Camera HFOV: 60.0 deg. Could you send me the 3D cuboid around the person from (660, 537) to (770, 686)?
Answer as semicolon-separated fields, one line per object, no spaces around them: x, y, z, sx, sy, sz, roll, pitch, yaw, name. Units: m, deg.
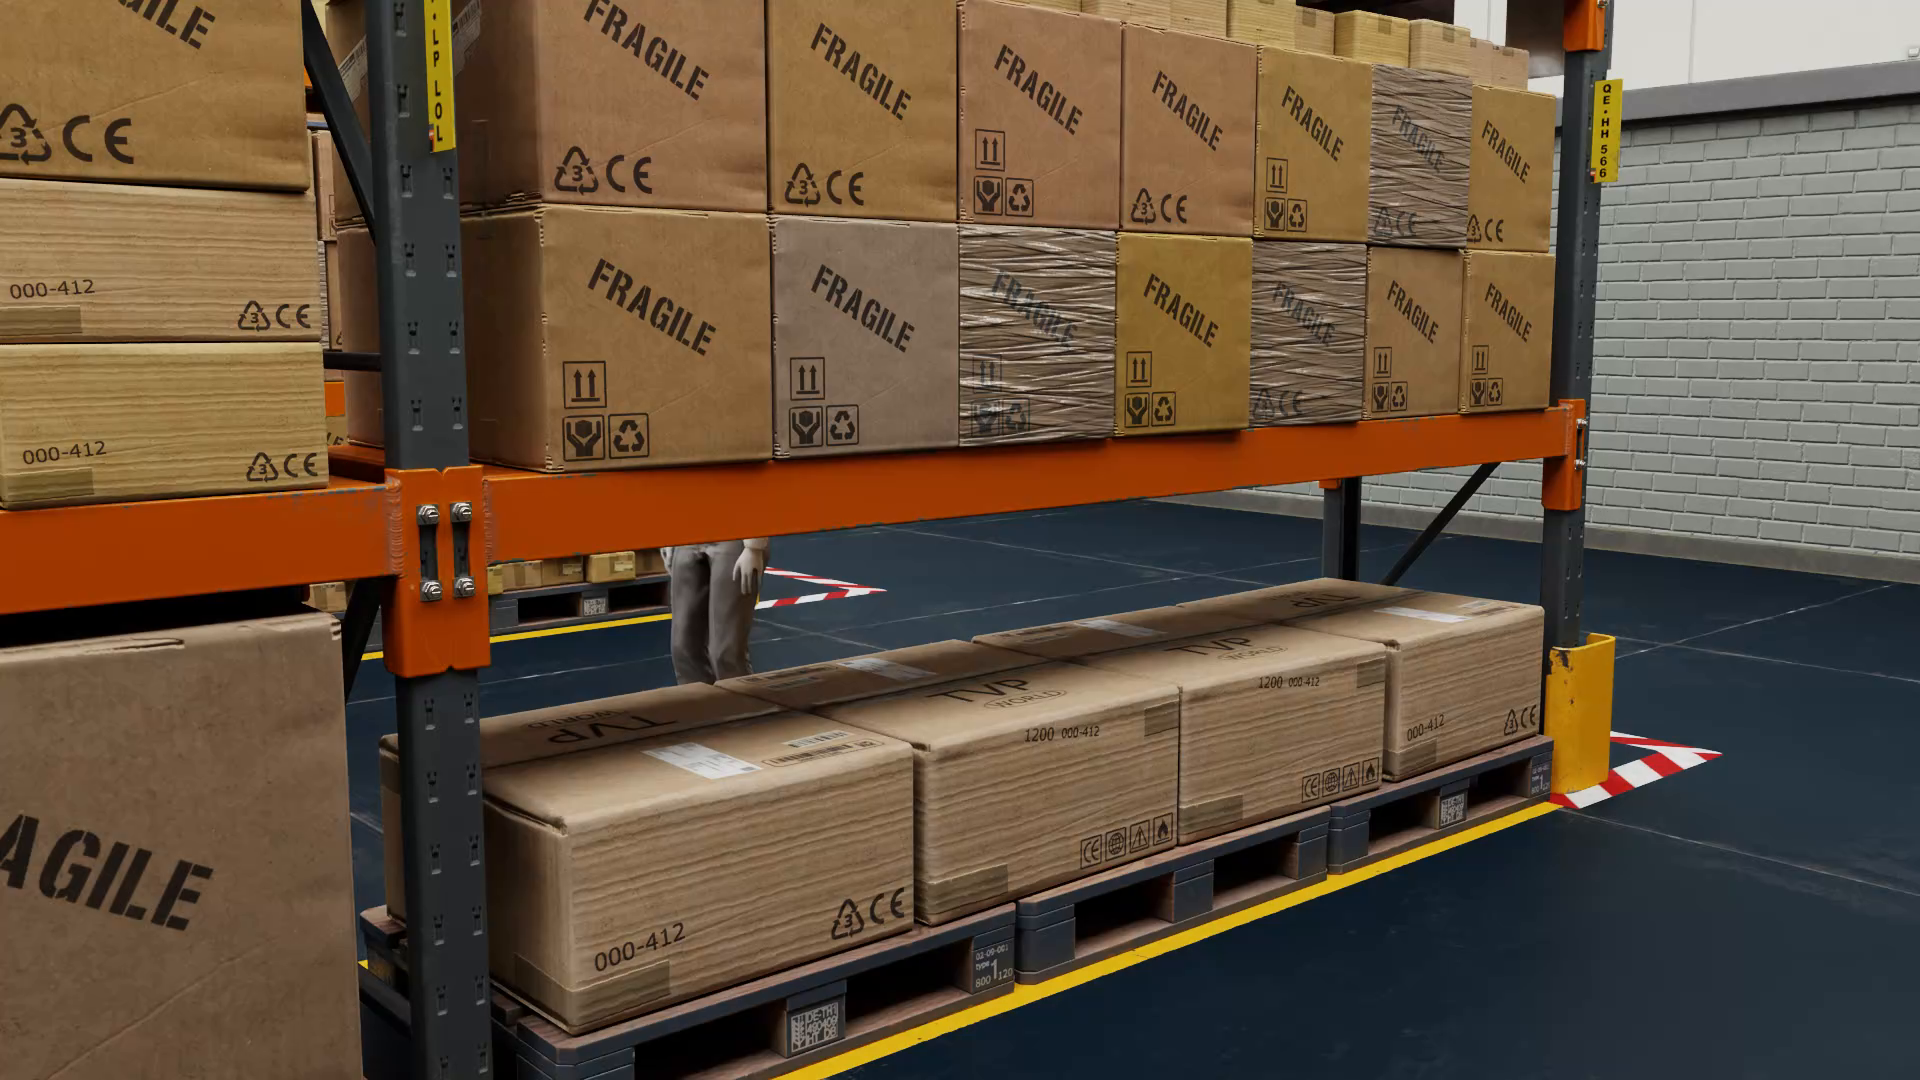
-0.831;0.016;5.659;0.373;1.662;0.535;-7;10;-44;person
